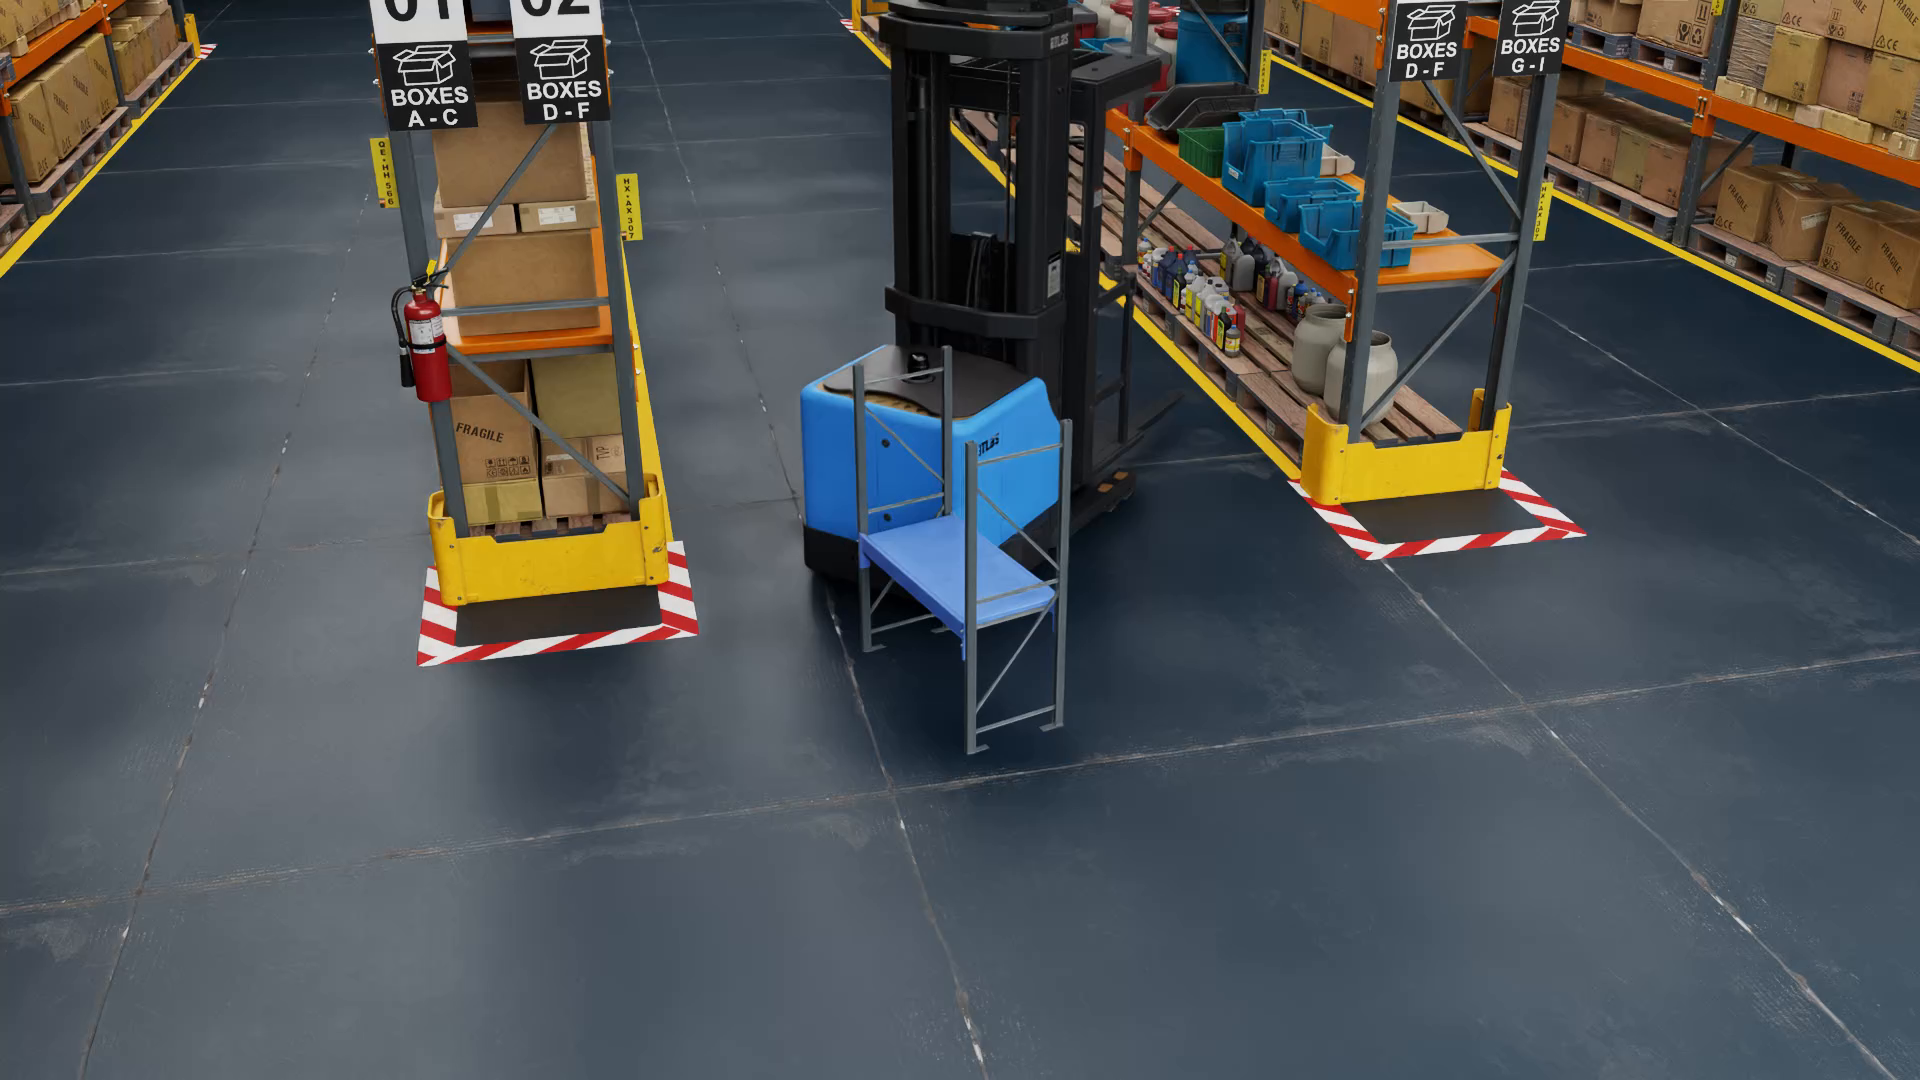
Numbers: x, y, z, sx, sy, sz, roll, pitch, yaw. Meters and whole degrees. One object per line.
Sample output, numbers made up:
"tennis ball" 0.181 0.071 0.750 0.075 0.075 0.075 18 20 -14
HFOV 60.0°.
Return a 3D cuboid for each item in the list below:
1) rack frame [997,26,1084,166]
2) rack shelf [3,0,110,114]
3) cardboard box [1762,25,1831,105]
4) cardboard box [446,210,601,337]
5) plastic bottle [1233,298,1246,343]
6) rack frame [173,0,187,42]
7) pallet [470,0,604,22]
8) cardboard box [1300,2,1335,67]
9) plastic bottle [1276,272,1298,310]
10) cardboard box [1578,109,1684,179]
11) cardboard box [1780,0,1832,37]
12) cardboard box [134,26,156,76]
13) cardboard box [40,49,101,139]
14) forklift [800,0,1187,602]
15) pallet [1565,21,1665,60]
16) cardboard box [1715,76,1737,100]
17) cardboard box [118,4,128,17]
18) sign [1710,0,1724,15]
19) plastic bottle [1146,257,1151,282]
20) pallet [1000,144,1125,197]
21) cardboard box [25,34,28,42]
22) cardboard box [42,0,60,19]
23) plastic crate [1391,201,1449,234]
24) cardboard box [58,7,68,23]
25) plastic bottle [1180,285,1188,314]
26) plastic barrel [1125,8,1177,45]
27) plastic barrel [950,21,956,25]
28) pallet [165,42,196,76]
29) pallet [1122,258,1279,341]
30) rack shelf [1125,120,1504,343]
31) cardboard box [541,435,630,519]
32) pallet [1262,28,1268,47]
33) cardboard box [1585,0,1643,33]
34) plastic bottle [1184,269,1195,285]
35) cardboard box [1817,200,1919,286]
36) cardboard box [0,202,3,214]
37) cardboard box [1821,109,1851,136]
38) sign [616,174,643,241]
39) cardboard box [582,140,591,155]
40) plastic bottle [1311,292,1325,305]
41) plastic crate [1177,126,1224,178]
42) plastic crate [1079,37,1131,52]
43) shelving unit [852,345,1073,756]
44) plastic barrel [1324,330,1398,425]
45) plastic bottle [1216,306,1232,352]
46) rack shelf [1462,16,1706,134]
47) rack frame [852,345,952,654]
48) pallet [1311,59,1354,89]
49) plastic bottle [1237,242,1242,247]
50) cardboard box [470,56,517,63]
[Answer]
"rack frame" 0.877 -5.152 16.128 1.000 3.000 0.127 -6 27 -12
"rack shelf" -9.226 -4.703 16.037 1.077 0.370 4.000 -6 27 -12
"cardboard box" 6.724 -3.650 12.710 0.875 0.500 0.500 -6 27 -12
"cardboard box" -2.239 -1.390 8.563 0.700 0.500 0.500 -6 27 -12
"plastic bottle" 1.913 -1.510 11.439 0.061 0.283 0.133 -6 27 -12
"rack frame" -10.578 -7.658 21.093 1.000 3.000 0.127 -6 27 -12
"pallet" -2.281 -2.751 8.141 1.003 0.211 1.213 -6 27 -12
"cardboard box" 4.965 -6.371 20.435 1.225 0.875 0.875 -6 27 -11
"plastic bottle" 2.353 -1.825 12.072 0.152 0.276 0.135 -5 27 -11
"cardboard box" 6.271 -3.708 15.553 0.700 0.500 0.500 -8 28 -16
"cardboard box" 6.572 -4.080 12.454 0.500 0.500 0.500 -6 27 -12
"cardboard box" -9.969 -5.759 19.639 0.700 0.500 0.500 -5 27 -10
"cardboard box" -9.200 -4.468 16.692 0.750 0.750 0.750 -5 27 -10
"forklift" 0.376 -1.568 9.104 1.130 2.935 3.031 16 31 28
"pallet" 6.189 -4.704 15.455 1.003 0.211 1.213 -6 27 -12
"cardboard box" 6.360 -3.662 13.455 0.380 0.149 0.250 -6 27 -12
"cardboard box" -10.375 -6.424 20.237 0.380 0.149 0.250 -6 27 -11
"sign" 6.064 -4.358 13.270 0.100 0.325 0.005 -6 27 -12
"plastic bottle" 1.469 -2.070 12.639 0.097 0.201 0.097 0 27 0
"pallet" 1.014 -3.563 16.075 1.003 0.211 1.213 -6 27 -12
"cardboard box" -8.893 -4.659 15.407 0.380 0.149 0.250 -5 27 -10
"cardboard box" -8.980 -5.248 15.856 0.500 0.500 0.500 -5 27 -10
"plastic crate" 2.792 -1.948 10.073 0.298 0.136 0.250 -6 27 -12
"cardboard box" -9.123 -5.228 16.536 0.380 0.149 0.250 -6 27 -12
"plastic bottle" 1.640 -1.737 11.980 0.097 0.201 0.097 0 27 0
"plastic barrel" 1.611 -4.221 14.133 0.433 0.535 0.433 0 27 0
"plastic barrel" 0.082 -5.918 19.509 0.600 0.901 0.708 -6 27 -12
"pallet" -10.321 -6.070 21.042 1.003 0.211 1.213 -6 27 -12
"pallet" 1.889 -1.852 12.685 1.003 0.211 1.213 -6 27 -12
"rack shelf" 2.229 -2.197 11.072 1.077 0.370 4.000 -6 27 -12
"cardboard box" -2.051 -0.357 9.213 0.500 0.250 0.500 -6 27 -12
"pallet" 4.428 -7.045 22.973 1.003 0.211 1.213 -6 27 -12
"cardboard box" 6.124 -4.884 15.017 0.797 0.503 0.637 -3 27 -6
"plastic bottle" 1.668 -1.834 12.095 0.097 0.271 0.097 0 27 0
"cardboard box" 7.008 -2.276 12.738 0.500 0.500 0.500 -8 28 -16
"cardboard box" -8.562 -2.916 13.984 0.700 0.500 0.500 -6 27 -11
"cardboard box" 6.665 -3.116 12.373 0.380 0.149 0.250 -6 27 -12
"sign" -1.605 -1.614 8.071 0.100 0.325 0.005 -6 27 -12
"cardboard box" -2.259 -2.120 9.291 0.380 0.149 0.250 -7 28 -13
"plastic bottle" 2.498 -1.596 11.624 0.097 0.271 0.097 0 27 0
"plastic crate" 1.810 -2.677 11.460 0.450 0.188 0.662 -6 27 -12
"plastic crate" 1.227 -3.842 13.550 0.392 0.384 0.575 -6 27 -12
"shelving unit" -0.009 0.026 7.534 0.538 1.500 1.048 -14 30 -26
"plastic barrel" 2.457 -0.998 10.193 0.421 0.512 0.421 0 27 0
"plastic bottle" 1.795 -1.435 11.290 0.061 0.283 0.133 -5 27 -10
"rack shelf" 6.154 -4.456 15.547 1.077 0.370 4.000 -6 27 -12
"rack frame" -0.261 -0.173 7.928 0.500 1.500 0.032 -14 30 -26
"pallet" 5.049 -5.835 20.576 1.003 0.211 1.213 -6 27 -12
"plastic bottle" 2.164 -2.216 12.928 0.097 0.201 0.097 0 27 0
"cardboard box" -2.490 -2.443 9.211 0.700 0.500 0.500 -6 27 -11
